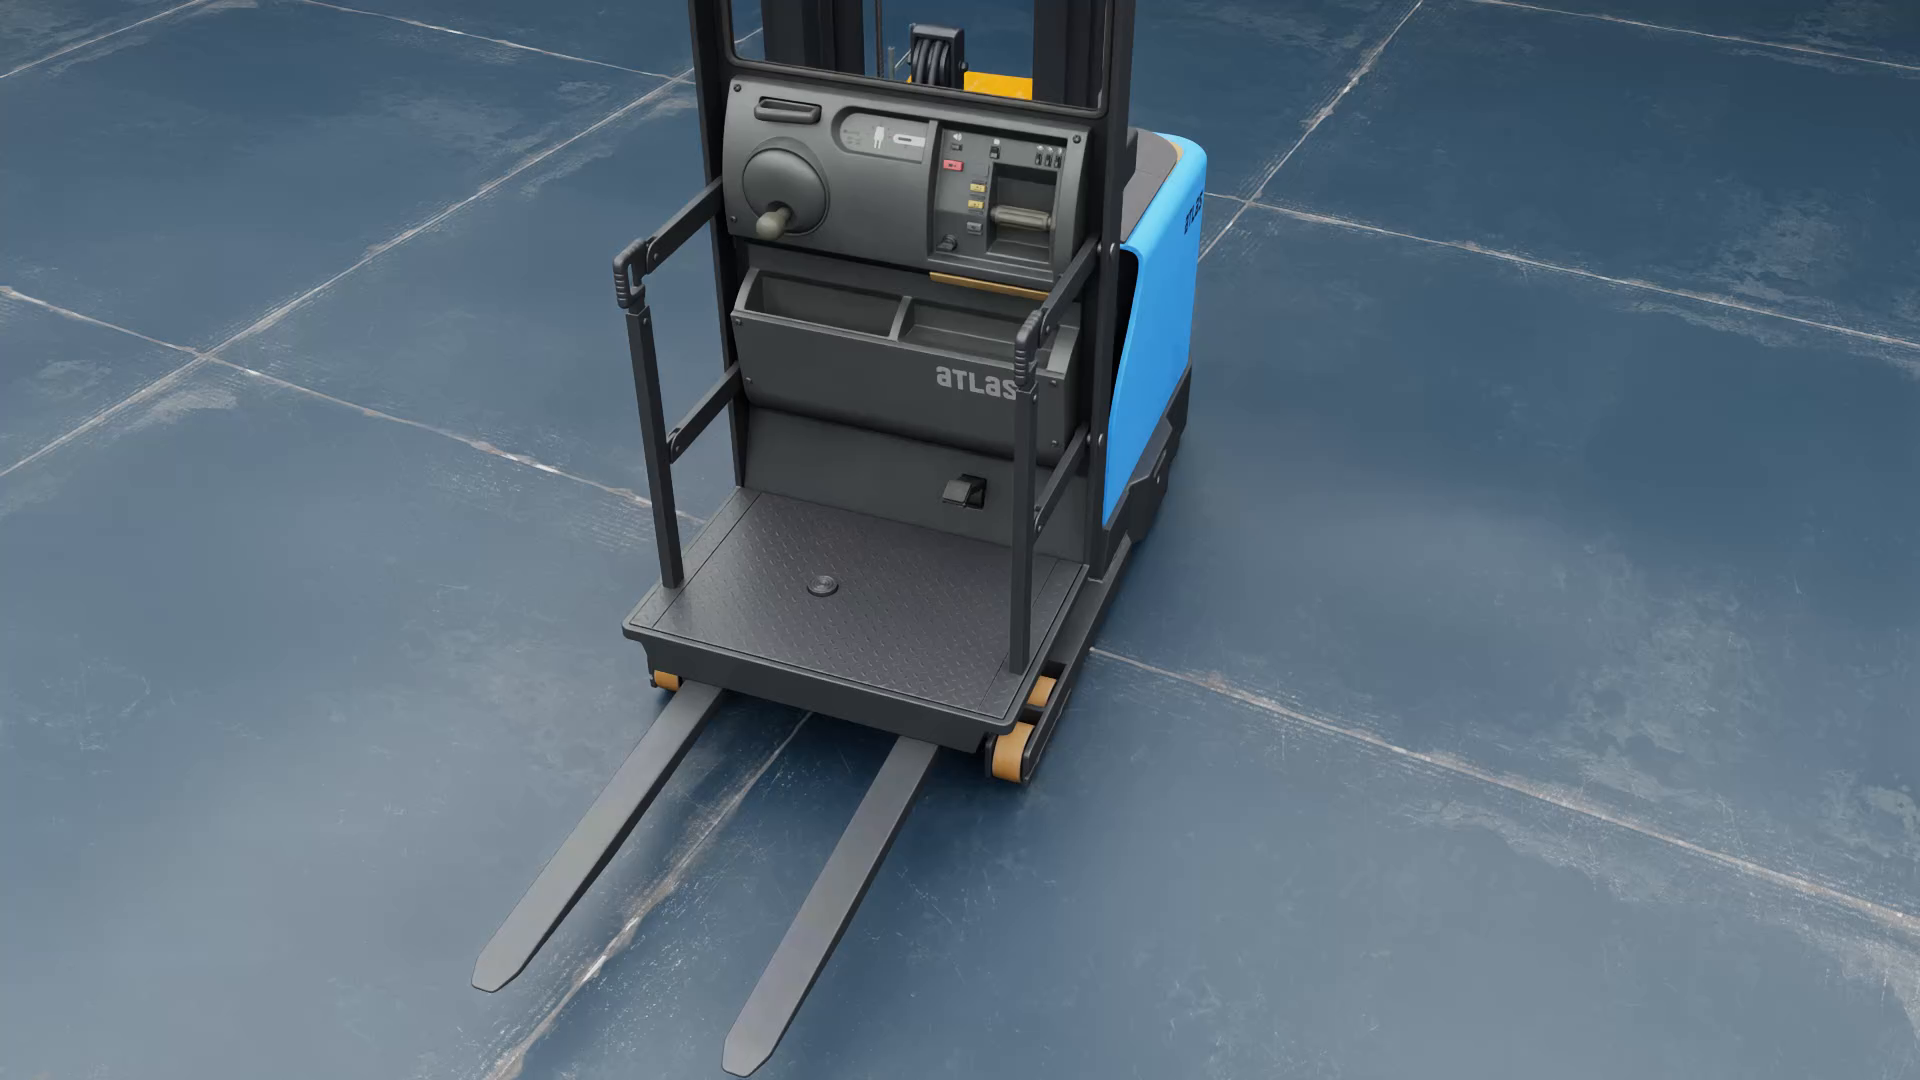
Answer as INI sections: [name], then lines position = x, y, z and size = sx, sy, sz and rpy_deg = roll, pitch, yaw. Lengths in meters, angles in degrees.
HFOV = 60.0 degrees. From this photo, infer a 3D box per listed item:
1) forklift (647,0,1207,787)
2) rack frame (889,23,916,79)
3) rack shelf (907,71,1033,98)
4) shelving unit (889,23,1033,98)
[forklift]
position = -0.029, -1.095, 4.321
size = 1.129, 2.867, 1.939
rpy_deg = 13, 39, 16
[rack frame]
position = -0.188, -1.171, 5.801
size = 0.015, 1.200, 0.240
rpy_deg = 11, 38, 14
[rack shelf]
position = 0.046, -1.441, 5.506
size = 0.480, 0.148, 0.258
rpy_deg = 11, 38, 14
[shelving unit]
position = 0.046, -1.128, 5.744
size = 0.503, 1.200, 0.258
rpy_deg = 11, 38, 14
